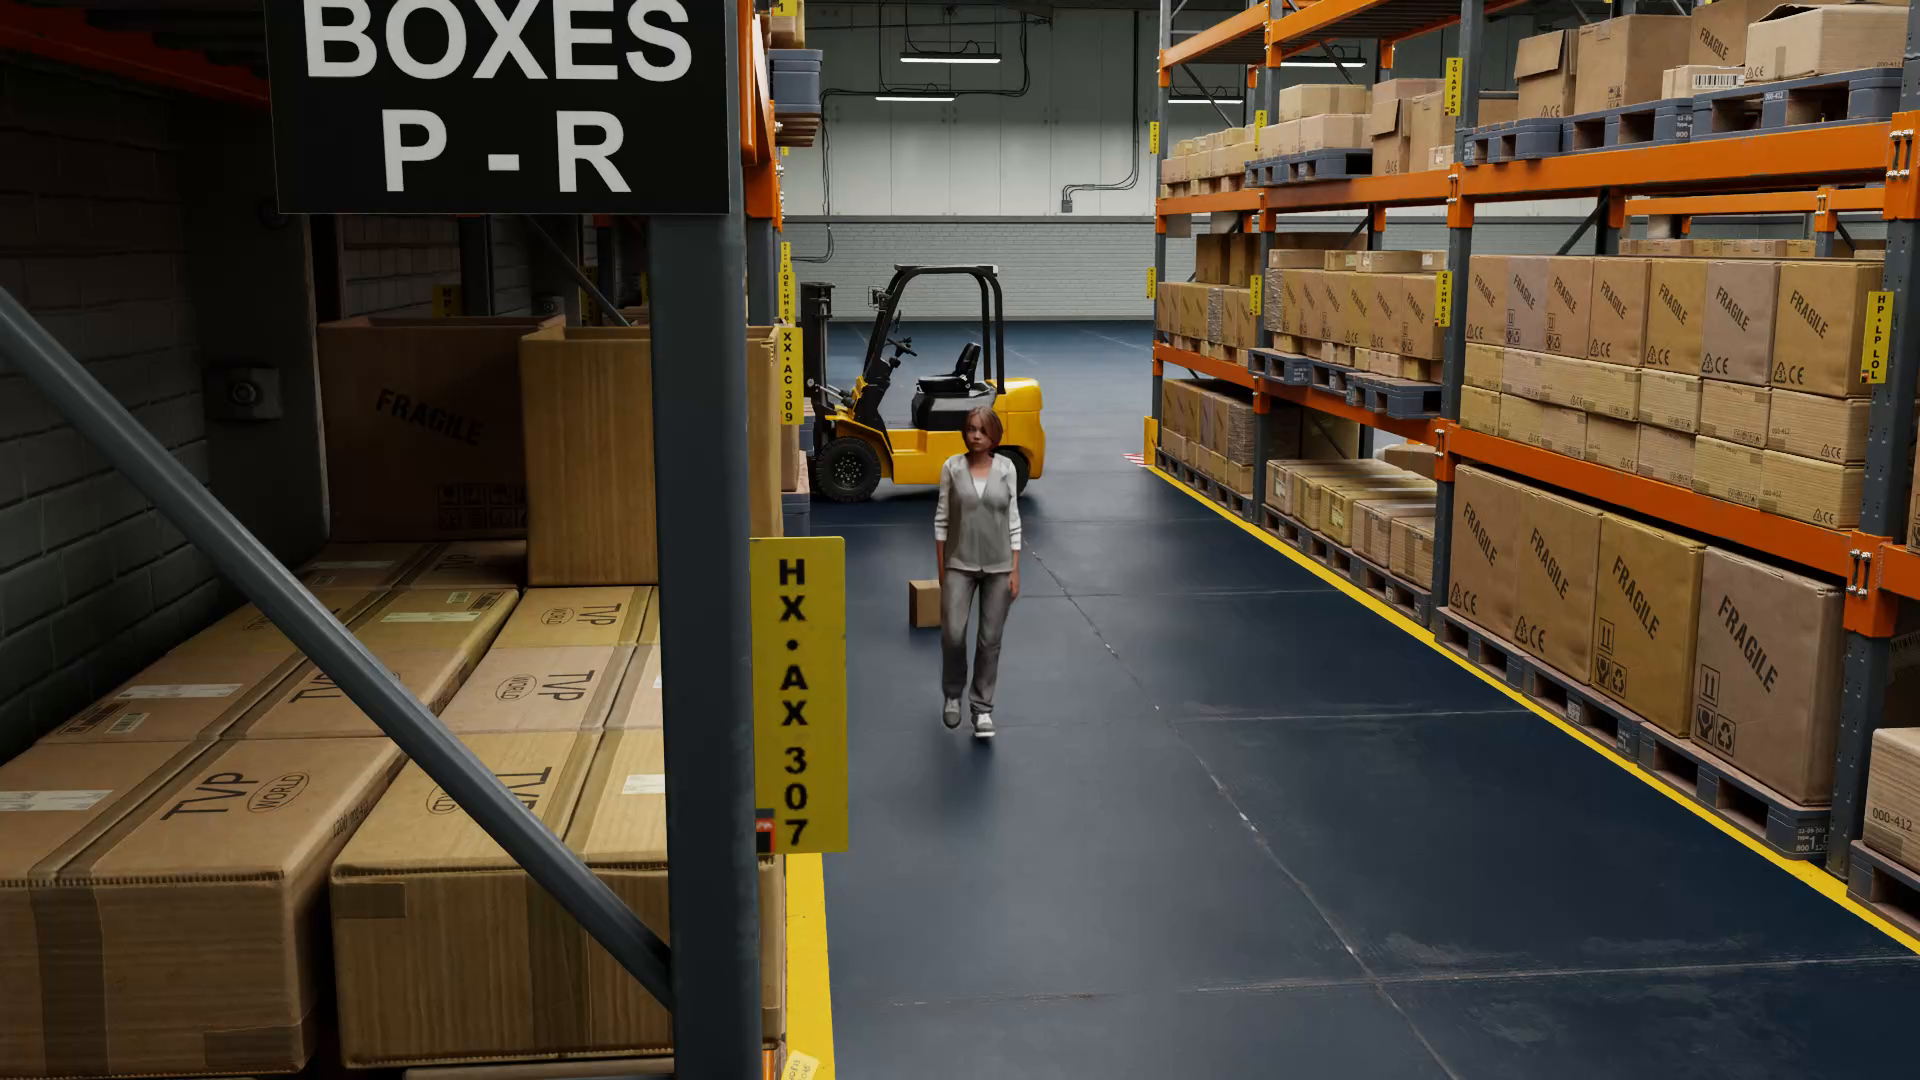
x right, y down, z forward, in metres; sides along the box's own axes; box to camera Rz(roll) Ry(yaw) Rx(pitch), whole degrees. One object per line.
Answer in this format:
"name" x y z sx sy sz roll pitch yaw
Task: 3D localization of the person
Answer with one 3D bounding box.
"person" 0.089 0.156 7.930 0.414 1.591 0.409 -1 10 -5
